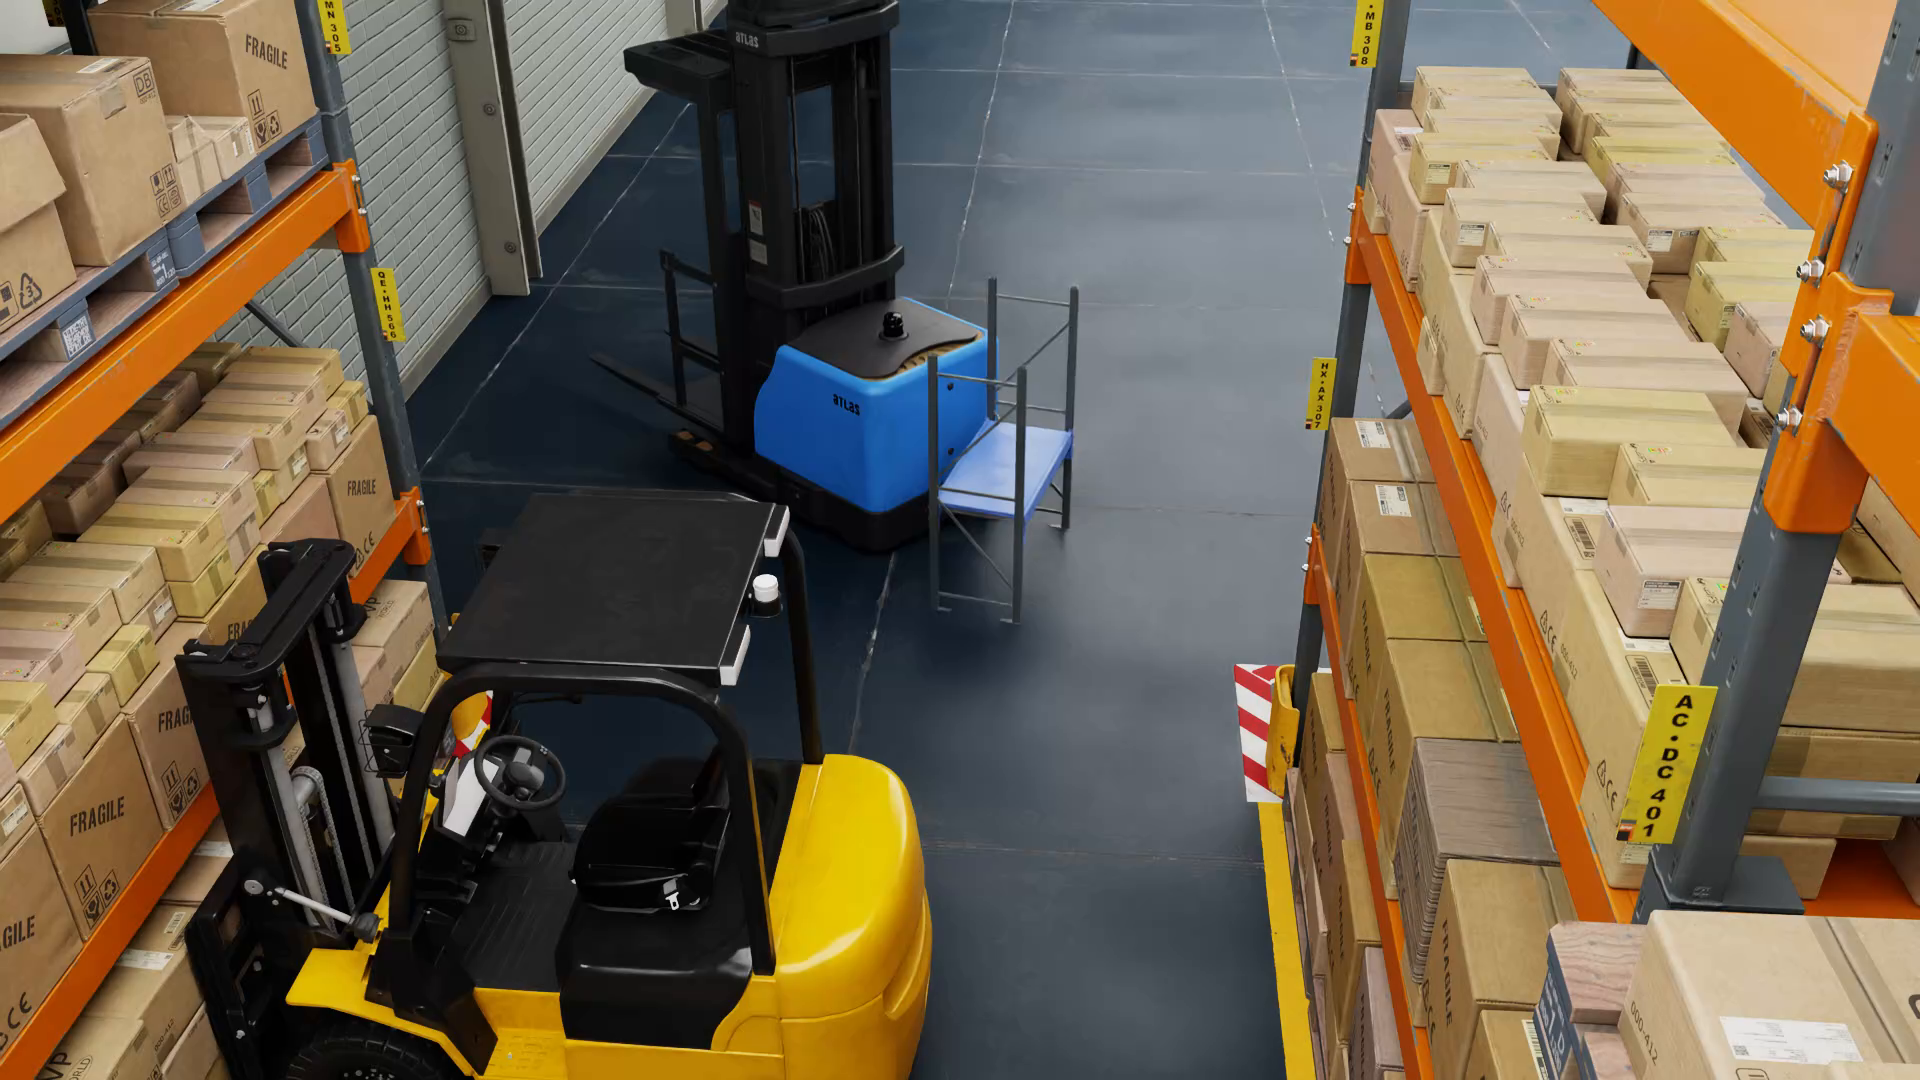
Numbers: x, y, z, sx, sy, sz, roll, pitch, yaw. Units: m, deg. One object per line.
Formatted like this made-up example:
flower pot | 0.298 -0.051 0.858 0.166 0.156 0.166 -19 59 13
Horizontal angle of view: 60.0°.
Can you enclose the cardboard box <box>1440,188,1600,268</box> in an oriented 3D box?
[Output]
cardboard box | 1.582 -0.882 4.723 0.380 0.149 0.250 3 32 5

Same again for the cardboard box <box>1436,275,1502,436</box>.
cardboard box | 1.587 -0.492 4.471 0.500 0.250 0.500 3 32 5

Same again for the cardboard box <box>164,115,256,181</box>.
cardboard box | -2.689 -1.361 5.764 0.380 0.149 0.250 2 32 3

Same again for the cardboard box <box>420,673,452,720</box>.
cardboard box | -2.648 0.836 7.536 0.500 0.250 0.500 3 32 4

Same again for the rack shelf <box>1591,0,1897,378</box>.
rack shelf | 1.860 -1.406 3.923 1.077 0.370 4.000 2 32 4

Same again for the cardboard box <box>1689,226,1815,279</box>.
cardboard box | 2.199 -0.722 4.463 0.380 0.149 0.250 3 32 5

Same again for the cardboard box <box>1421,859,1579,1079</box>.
cardboard box | 1.521 1.205 4.338 0.500 0.500 0.500 3 32 6

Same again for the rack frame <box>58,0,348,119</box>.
rack frame | -2.924 -2.969 5.771 1.000 3.000 0.127 2 32 4

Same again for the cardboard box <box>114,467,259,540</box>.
cardboard box | -2.732 -0.128 5.882 0.380 0.149 0.250 3 32 5

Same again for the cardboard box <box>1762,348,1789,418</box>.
cardboard box | 2.089 -0.317 3.806 0.380 0.149 0.250 1 32 2

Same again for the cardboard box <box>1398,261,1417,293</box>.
cardboard box | 1.685 -0.938 5.573 0.380 0.149 0.250 3 32 5

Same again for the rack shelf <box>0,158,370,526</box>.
rack shelf | -3.087 -0.340 5.050 1.077 0.370 4.000 2 32 4

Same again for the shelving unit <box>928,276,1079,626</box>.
shelving unit | 0.239 -0.486 8.889 0.538 1.500 1.048 10 33 15

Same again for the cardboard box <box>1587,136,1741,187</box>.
cardboard box | 2.156 -1.127 5.121 0.380 0.149 0.250 3 32 4

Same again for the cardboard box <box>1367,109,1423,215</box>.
cardboard box | 1.717 -1.294 5.771 0.500 0.250 0.500 2 32 3

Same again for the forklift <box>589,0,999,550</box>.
forklift | -1.167 -1.858 9.751 3.031 2.935 1.130 27 41 37

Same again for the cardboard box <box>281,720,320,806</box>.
cardboard box | -2.718 0.936 6.419 0.500 0.250 0.500 3 32 5

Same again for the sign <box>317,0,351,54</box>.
sign | -2.385 -2.005 6.297 0.100 0.325 0.005 2 32 4

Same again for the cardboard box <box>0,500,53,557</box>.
cardboard box | -3.378 -0.020 5.706 0.380 0.149 0.250 2 32 3

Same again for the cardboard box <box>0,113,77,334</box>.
cardboard box | -2.986 -0.880 4.646 0.797 0.503 0.637 3 32 6

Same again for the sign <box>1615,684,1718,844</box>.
sign | 1.156 0.370 2.719 0.100 0.325 0.005 2 32 4

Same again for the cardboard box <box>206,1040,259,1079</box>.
cardboard box | -2.828 1.894 5.819 0.500 0.250 0.500 3 32 5

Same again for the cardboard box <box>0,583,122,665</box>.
cardboard box | -2.900 0.269 5.238 0.380 0.149 0.250 3 32 4

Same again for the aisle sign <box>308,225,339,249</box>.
aisle sign | -2.626 -1.544 6.699 0.394 0.787 0.004 2 32 4

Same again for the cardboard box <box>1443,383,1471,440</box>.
cardboard box | 1.590 -0.400 4.701 0.380 0.149 0.250 2 32 3

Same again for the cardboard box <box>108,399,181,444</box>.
cardboard box | -3.227 -0.420 6.356 0.380 0.149 0.250 3 32 5

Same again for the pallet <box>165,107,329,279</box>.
pallet | -3.008 -1.286 5.983 1.003 0.211 1.213 2 32 4

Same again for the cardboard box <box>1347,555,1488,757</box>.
cardboard box | 1.629 0.399 5.645 0.500 0.500 0.500 2 32 3

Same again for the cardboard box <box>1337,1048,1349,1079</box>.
cardboard box | 1.557 2.013 5.626 0.500 0.250 0.500 3 32 5

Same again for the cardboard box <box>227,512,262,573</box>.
cardboard box | -2.753 -0.002 5.961 0.380 0.149 0.250 1 32 2

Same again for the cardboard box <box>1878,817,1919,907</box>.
cardboard box | 1.970 0.562 3.139 0.380 0.149 0.250 2 32 3

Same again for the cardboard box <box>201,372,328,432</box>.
cardboard box | -2.733 -0.534 6.541 0.380 0.149 0.250 3 32 4

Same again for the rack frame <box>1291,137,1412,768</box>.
rack frame | 2.023 -0.205 7.004 1.000 3.000 0.127 2 32 4

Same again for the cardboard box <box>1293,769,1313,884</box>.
cardboard box | 1.682 1.196 6.950 0.500 0.250 0.500 2 32 4

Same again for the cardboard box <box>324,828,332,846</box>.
cardboard box | -2.725 1.164 6.526 0.500 0.250 0.500 2 32 3

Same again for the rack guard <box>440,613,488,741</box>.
rack guard | -2.922 0.636 8.021 1.175 0.500 0.348 2 32 4

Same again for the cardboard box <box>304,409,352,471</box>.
cardboard box | -2.664 -0.406 6.616 0.380 0.149 0.250 3 32 5

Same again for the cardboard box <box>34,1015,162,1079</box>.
cardboard box | -2.846 1.736 5.122 0.500 0.250 0.500 3 32 4

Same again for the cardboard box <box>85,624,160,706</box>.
cardboard box | -2.816 0.394 5.318 0.380 0.149 0.250 2 32 3

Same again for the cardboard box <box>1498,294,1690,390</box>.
cardboard box | 1.544 -0.480 4.070 0.380 0.149 0.250 3 32 5

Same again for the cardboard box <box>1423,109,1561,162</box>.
cardboard box | 1.704 -1.277 5.364 0.380 0.149 0.250 2 32 4

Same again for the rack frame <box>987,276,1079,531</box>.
rack frame | 0.394 -0.740 9.301 0.500 1.500 0.032 10 33 15

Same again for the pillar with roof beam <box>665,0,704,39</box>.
pillar with roof beam | 1.388 -8.735 15.127 9.100 9.000 0.400 2 32 4

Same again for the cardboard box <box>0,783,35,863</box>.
cardboard box | -2.855 0.803 4.654 0.380 0.149 0.250 3 32 5

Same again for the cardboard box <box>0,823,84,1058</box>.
cardboard box | -2.928 1.140 4.727 0.500 0.500 0.500 3 32 5

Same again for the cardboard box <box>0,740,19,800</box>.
cardboard box | -2.862 0.672 4.583 0.380 0.149 0.250 3 32 5

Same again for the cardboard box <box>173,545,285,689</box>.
cardboard box | -2.796 0.349 6.009 0.500 0.500 0.500 2 32 3

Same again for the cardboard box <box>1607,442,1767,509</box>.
cardboard box | 1.561 -0.070 3.405 0.380 0.149 0.250 3 32 5

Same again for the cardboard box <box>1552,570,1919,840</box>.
cardboard box | 1.465 0.303 3.179 0.500 0.250 0.500 2 32 4

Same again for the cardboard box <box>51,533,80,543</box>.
cardboard box | -3.367 -0.039 6.021 0.380 0.149 0.250 3 32 4

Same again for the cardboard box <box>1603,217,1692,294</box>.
cardboard box | 2.170 -0.732 4.859 0.500 0.250 0.500 3 32 5

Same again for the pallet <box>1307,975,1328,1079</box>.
pallet | 1.814 2.081 5.952 1.003 0.211 1.213 2 32 4

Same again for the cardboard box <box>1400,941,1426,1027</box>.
cardboard box | 1.499 1.281 4.832 0.380 0.149 0.250 2 32 3

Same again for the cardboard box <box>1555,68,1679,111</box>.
cardboard box | 2.290 -1.525 5.767 0.380 0.149 0.250 3 32 4

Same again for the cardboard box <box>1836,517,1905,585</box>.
cardboard box | 2.039 0.058 3.577 0.500 0.250 0.500 2 32 4

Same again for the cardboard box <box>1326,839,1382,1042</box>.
cardboard box | 1.593 1.425 5.864 0.500 0.500 0.500 3 32 5
